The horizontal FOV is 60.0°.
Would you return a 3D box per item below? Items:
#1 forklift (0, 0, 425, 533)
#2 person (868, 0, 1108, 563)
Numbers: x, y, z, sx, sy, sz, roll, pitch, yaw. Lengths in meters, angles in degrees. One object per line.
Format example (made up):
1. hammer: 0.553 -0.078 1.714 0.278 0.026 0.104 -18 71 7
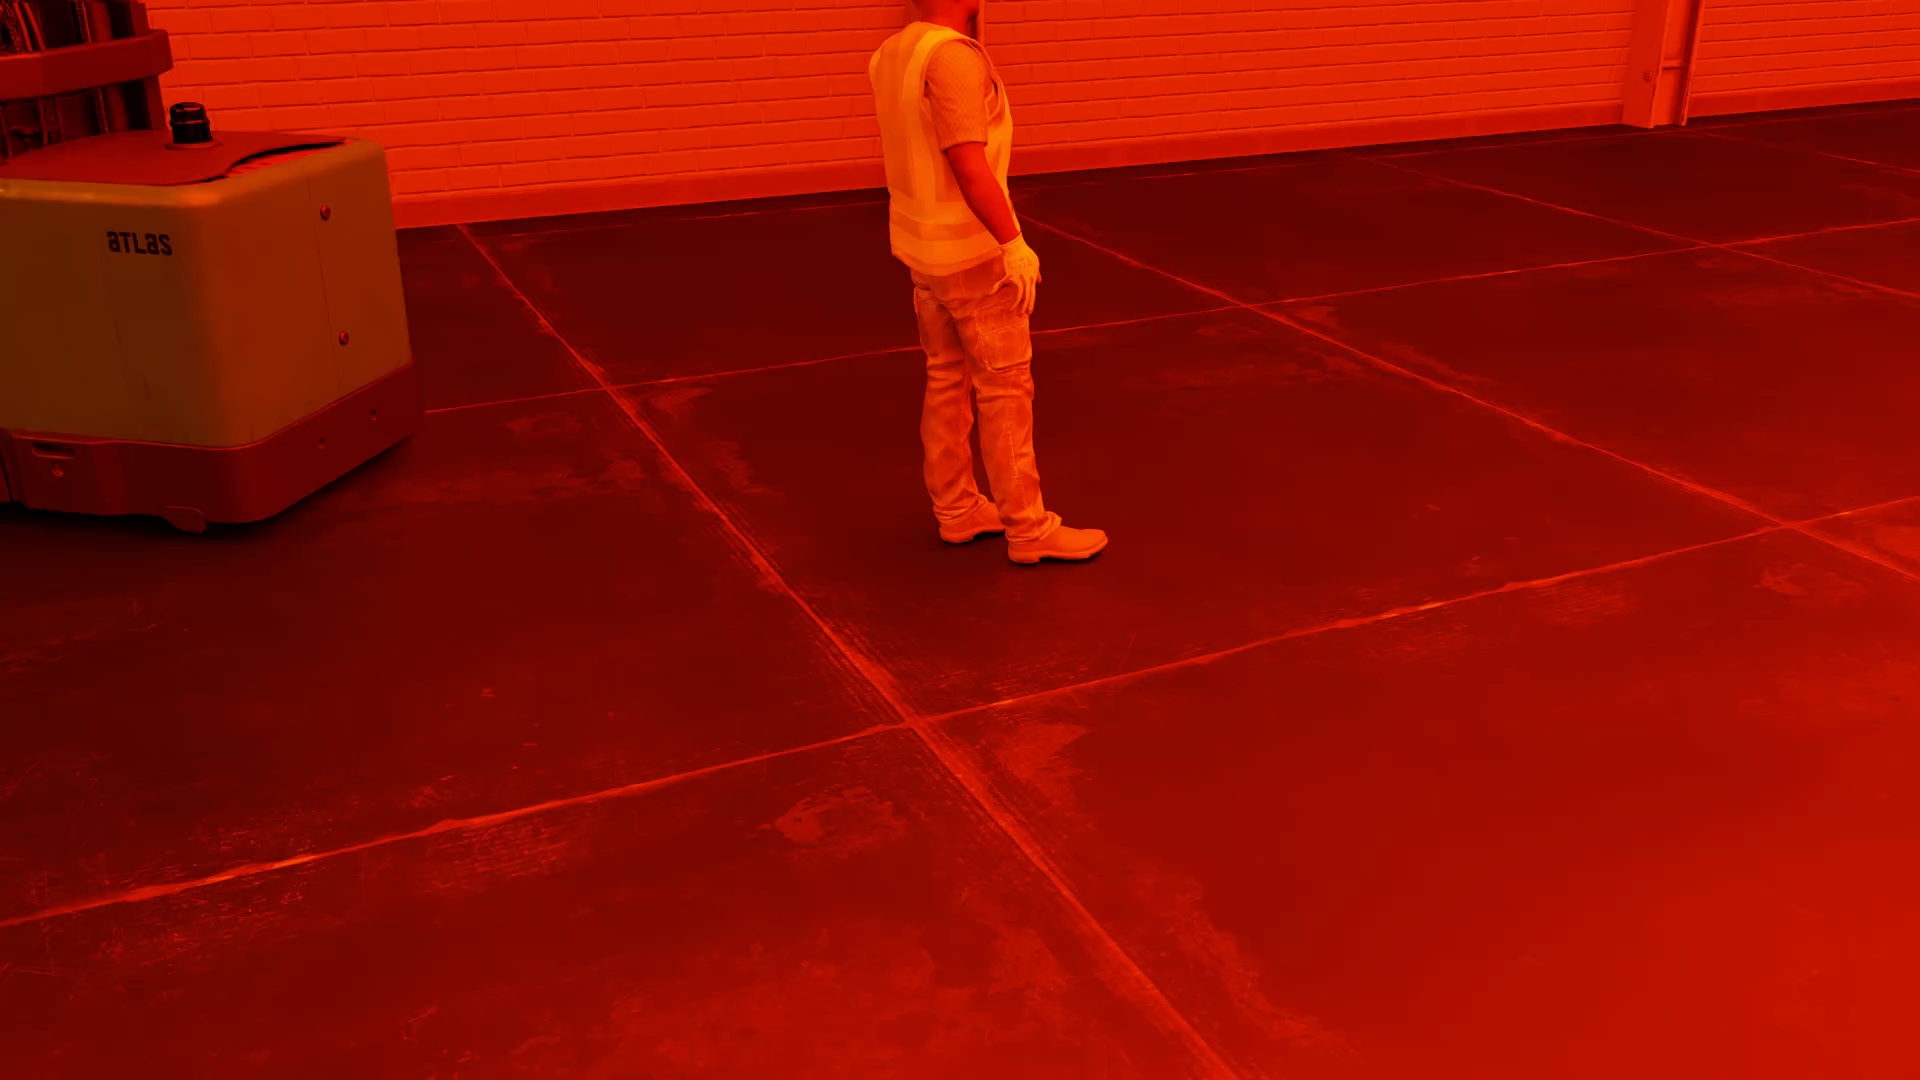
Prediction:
1. forklift: -3.470 -1.661 5.284 3.031 2.935 1.130 5 23 13
2. person: 0.069 -0.839 4.782 0.577 1.782 0.656 -10 25 -23
